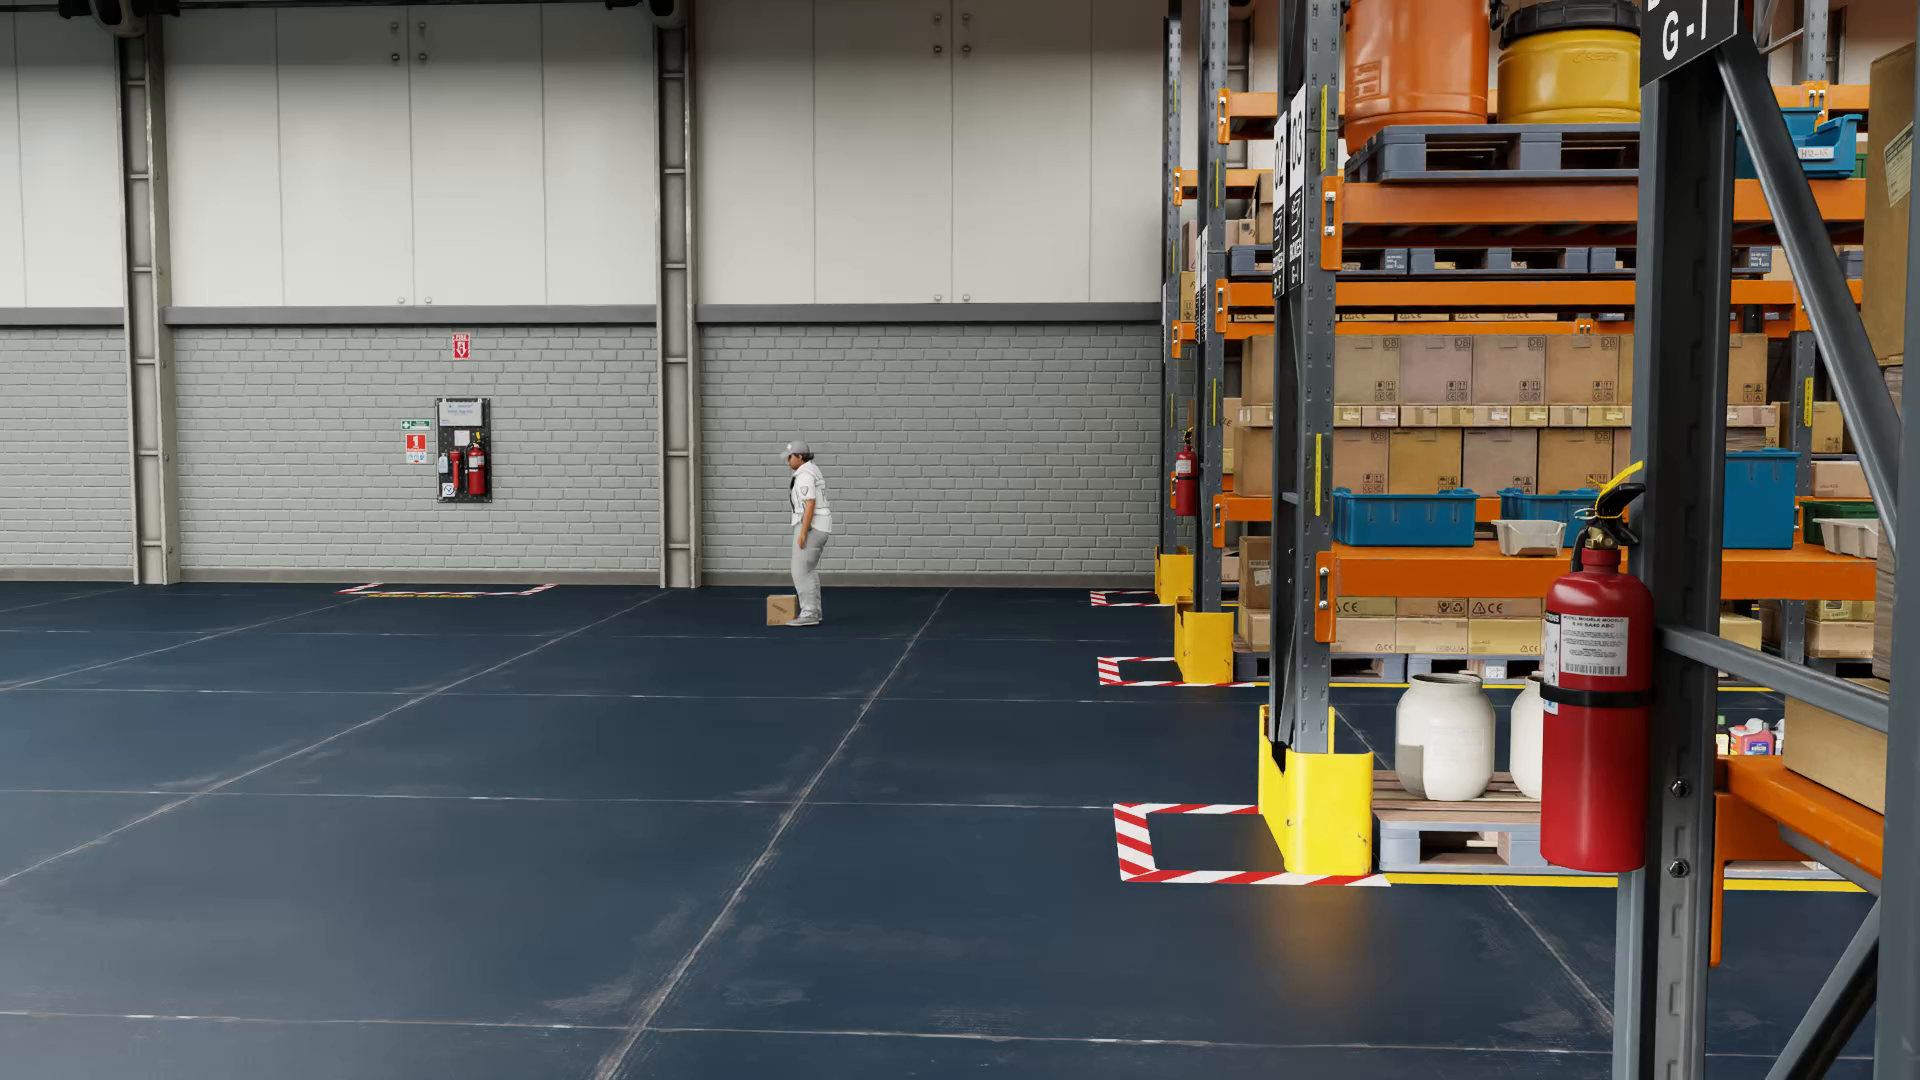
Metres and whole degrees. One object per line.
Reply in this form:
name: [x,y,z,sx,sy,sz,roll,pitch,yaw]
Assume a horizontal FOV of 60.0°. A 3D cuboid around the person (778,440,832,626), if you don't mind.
person: [-1.397,-0.068,15.021,0.469,1.664,0.547,0,4,1]
